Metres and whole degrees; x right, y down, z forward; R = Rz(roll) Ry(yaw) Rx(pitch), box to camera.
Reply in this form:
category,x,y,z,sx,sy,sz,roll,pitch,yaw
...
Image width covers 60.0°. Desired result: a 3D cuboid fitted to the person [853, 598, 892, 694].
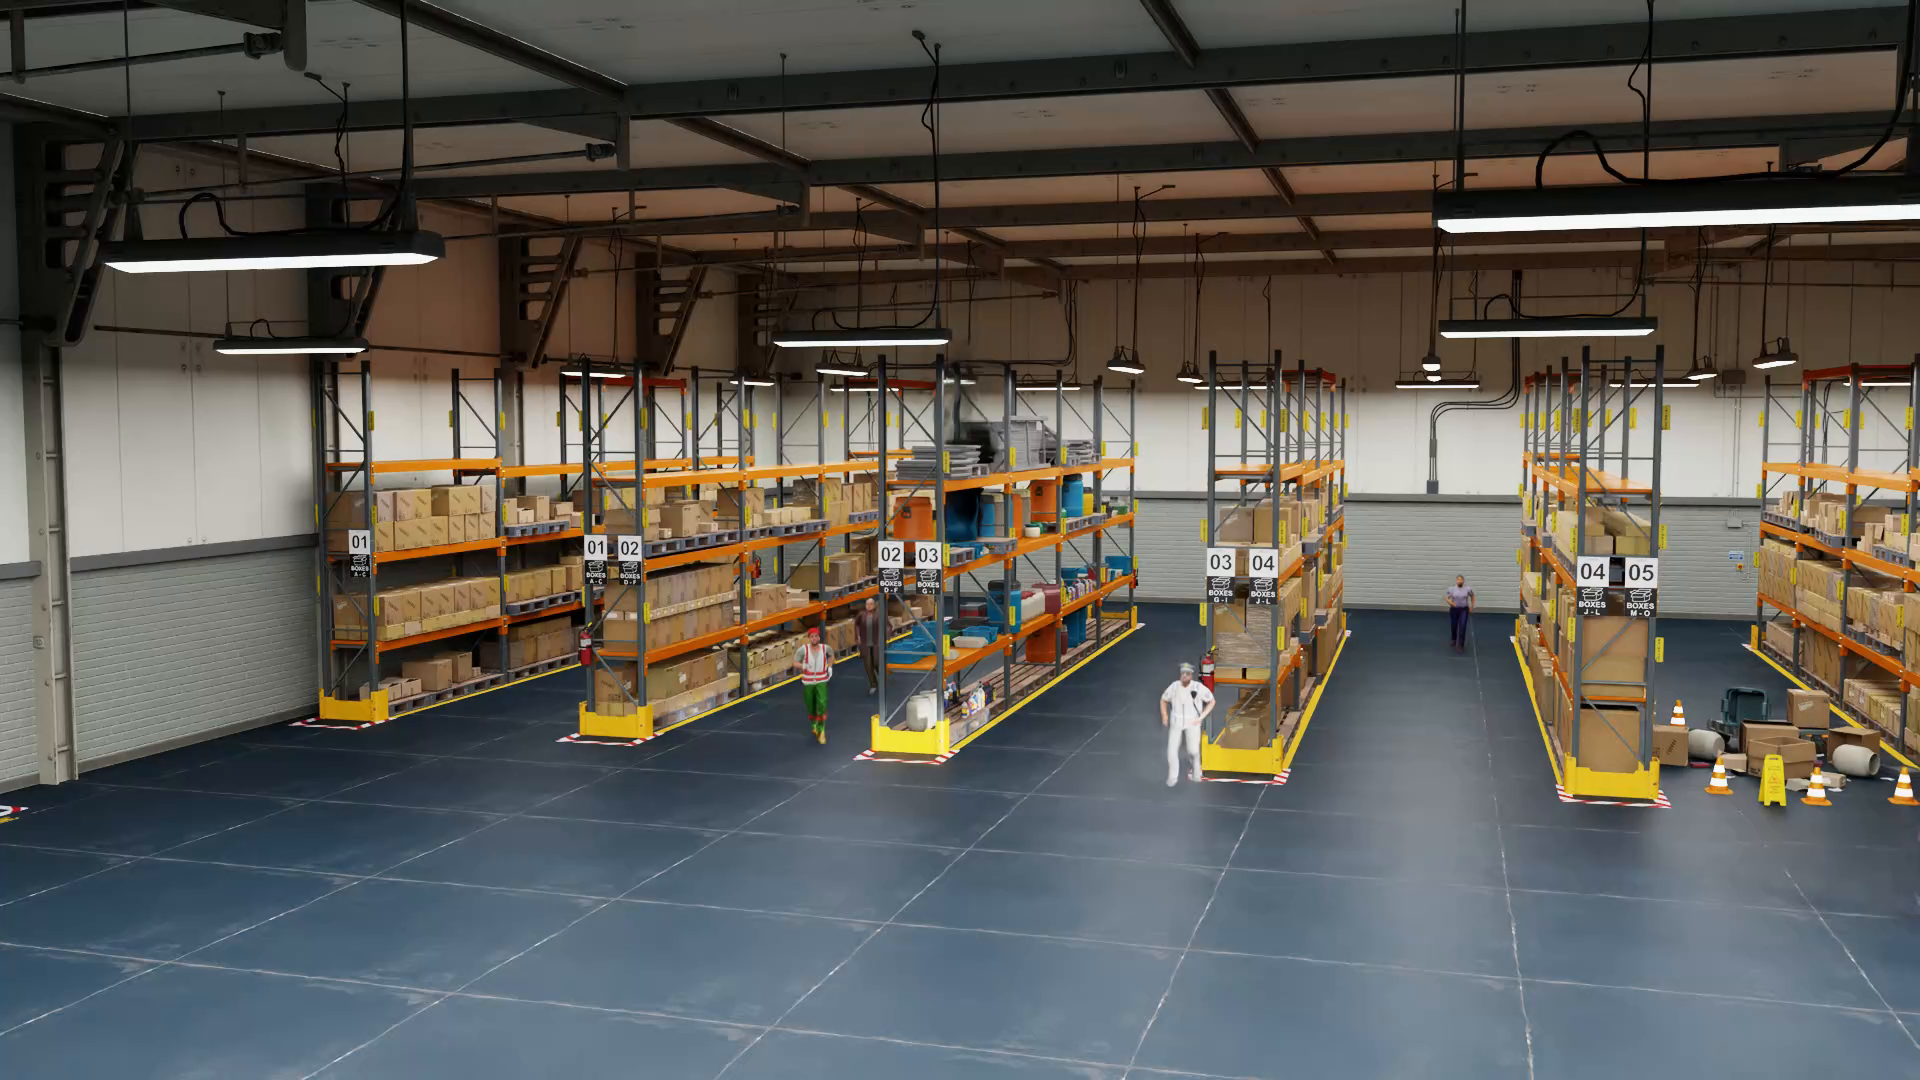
category,x,y,z,sx,sy,sz,roll,pitch,yaw
person,-1.627,1.984,30.819,0.734,1.662,0.723,1,4,11

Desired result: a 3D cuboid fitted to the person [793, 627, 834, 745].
category,x,y,z,sx,sy,sz,roll,pitch,yaw
person,-2.288,2.264,26.016,0.631,1.823,0.825,0,4,-3

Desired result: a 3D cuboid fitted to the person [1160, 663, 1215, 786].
category,x,y,z,sx,sy,sz,roll,pitch,yaw
person,3.098,2.546,22.813,0.753,1.745,0.553,1,4,15

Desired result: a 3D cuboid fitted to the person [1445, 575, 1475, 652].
category,x,y,z,sx,sy,sz,roll,pitch,yaw
person,10.924,1.592,36.393,0.604,1.669,0.810,1,4,17
